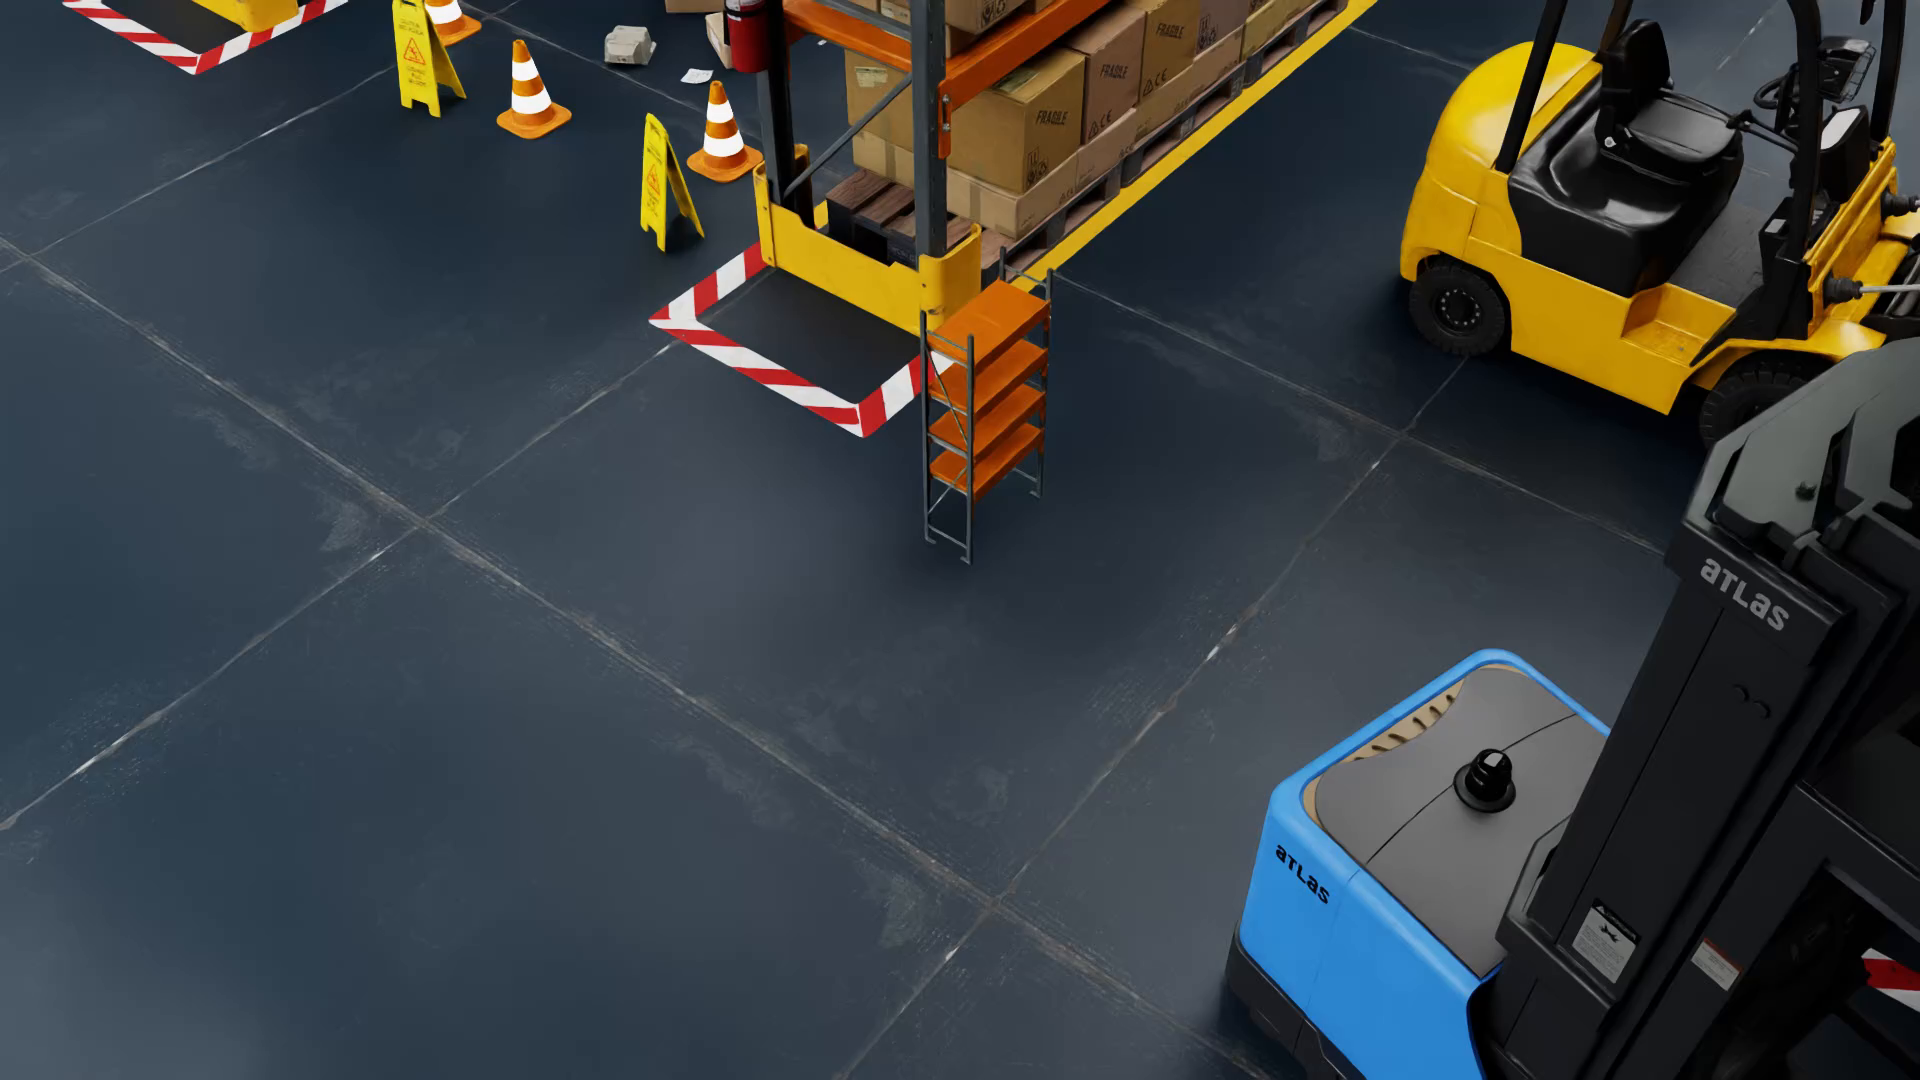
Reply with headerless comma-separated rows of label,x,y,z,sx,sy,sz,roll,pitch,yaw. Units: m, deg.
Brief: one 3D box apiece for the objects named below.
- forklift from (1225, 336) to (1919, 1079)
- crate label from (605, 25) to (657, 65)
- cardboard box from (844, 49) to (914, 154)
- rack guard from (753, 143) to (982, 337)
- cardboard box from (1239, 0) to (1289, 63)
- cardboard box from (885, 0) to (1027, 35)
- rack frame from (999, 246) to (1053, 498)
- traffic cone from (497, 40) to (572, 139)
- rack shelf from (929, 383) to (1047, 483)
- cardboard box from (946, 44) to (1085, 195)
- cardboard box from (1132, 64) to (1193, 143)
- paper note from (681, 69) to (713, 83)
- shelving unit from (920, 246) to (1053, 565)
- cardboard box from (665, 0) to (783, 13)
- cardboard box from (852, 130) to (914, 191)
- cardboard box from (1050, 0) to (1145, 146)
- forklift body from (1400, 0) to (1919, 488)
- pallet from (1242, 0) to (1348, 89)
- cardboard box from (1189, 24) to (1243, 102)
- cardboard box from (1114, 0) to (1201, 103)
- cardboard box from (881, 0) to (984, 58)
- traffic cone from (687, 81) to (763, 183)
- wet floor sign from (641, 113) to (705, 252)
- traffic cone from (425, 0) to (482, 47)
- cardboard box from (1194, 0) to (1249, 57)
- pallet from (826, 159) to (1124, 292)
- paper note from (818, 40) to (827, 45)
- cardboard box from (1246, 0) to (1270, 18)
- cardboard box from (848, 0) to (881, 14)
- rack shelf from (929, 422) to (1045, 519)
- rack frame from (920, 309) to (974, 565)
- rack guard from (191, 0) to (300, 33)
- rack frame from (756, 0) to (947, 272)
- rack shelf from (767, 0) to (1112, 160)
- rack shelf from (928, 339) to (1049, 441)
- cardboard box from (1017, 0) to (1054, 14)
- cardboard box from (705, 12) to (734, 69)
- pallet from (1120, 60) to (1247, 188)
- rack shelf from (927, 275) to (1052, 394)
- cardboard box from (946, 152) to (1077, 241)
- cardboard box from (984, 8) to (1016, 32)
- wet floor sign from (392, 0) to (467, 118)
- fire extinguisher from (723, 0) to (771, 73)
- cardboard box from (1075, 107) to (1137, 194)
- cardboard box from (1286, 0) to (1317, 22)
forklift,2.147,1.105,3.833,1.130,2.935,3.031,-28,52,-24
crate label,-1.902,-2.833,9.526,0.250,0.136,0.298,6,47,5
cardboard box,-0.206,-2.260,8.092,0.500,0.500,0.500,30,53,25
rack guard,-0.443,-1.412,7.918,1.175,0.500,0.348,29,53,25
cardboard box,1.490,-2.950,9.269,0.500,0.250,0.500,28,52,24
cardboard box,0.020,-2.518,6.971,0.500,0.500,0.500,28,53,24
rack frame,0.250,-0.649,6.705,0.240,1.200,0.015,29,53,25
traffic cone,-2.333,-2.468,8.953,0.336,0.463,0.334,29,53,25
rack shelf,0.101,-0.463,6.620,0.258,0.148,0.480,29,53,25
cardboard box,0.237,-2.039,7.881,0.500,0.500,0.500,28,52,24
cardboard box,0.865,-2.373,8.718,0.500,0.250,0.500,33,54,27
paper note,-1.486,-2.627,9.403,0.148,0.019,0.142,13,48,12
shelving unit,0.101,-0.509,6.571,0.258,1.200,0.503,29,53,25
cardboard box,-1.419,-3.494,9.904,0.797,0.503,0.637,-2,46,-2
cardboard box,-0.193,-2.023,8.383,0.500,0.250,0.500,29,53,25
cardboard box,0.553,-2.341,8.169,0.500,0.500,0.500,27,52,24
forklift body,3.157,-1.638,6.992,2.313,2.155,1.214,29,53,25
pallet,1.574,-3.158,9.785,1.003,0.211,1.213,29,53,25
cardboard box,1.176,-2.661,8.993,0.500,0.250,0.500,30,53,26
cardboard box,0.866,-2.624,8.439,0.500,0.500,0.500,30,53,26
cardboard box,-0.118,-2.248,7.162,0.380,0.149,0.250,29,53,25
traffic cone,-1.247,-2.172,8.670,0.336,0.463,0.334,29,53,25
wet floor sign,-1.452,-1.783,8.172,0.232,0.644,0.267,-25,51,-22
traffic cone,-3.020,-3.162,9.616,0.336,0.463,0.334,29,53,25
cardboard box,1.186,-2.934,8.735,0.500,0.500,0.500,32,54,27
pallet,0.082,-1.762,8.451,1.003,0.211,1.213,29,53,25
paper note,-0.779,-2.915,9.692,0.032,0.001,0.123,29,53,25
cardboard box,1.498,-3.226,9.015,0.500,0.500,0.500,30,53,26
cardboard box,-0.430,-2.454,7.358,0.380,0.149,0.250,31,54,26
rack shelf,0.101,-0.326,6.764,0.258,0.148,0.480,29,53,25
rack frame,-0.048,-0.370,6.438,0.240,1.200,0.015,29,53,25
rack guard,-4.483,-3.485,9.898,1.175,0.500,0.348,29,53,25
rack frame,-0.489,-2.232,6.972,1.000,3.000,0.127,29,53,25
rack shelf,0.734,-3.128,8.326,1.077,0.370,4.000,29,53,25
rack shelf,0.101,-0.617,6.458,0.258,0.148,0.480,29,53,25
cardboard box,0.252,-2.515,7.416,0.380,0.149,0.250,28,52,24
cardboard box,-1.287,-2.890,9.572,0.250,0.149,0.380,-17,49,-15
pallet,0.828,-2.457,9.115,1.003,0.211,1.213,29,53,25
rack shelf,0.101,-0.781,6.287,0.258,0.148,0.480,29,53,25
cardboard box,0.223,-1.767,8.139,0.500,0.250,0.500,29,53,25
cardboard box,0.025,-2.399,7.306,0.380,0.149,0.250,30,53,26
wet floor sign,-2.919,-2.657,9.007,0.267,0.644,0.232,21,50,19
fire extinguisher,-0.924,-2.344,7.132,0.296,0.674,0.183,29,53,25
cardboard box,0.541,-2.055,8.415,0.500,0.250,0.500,31,54,26
cardboard box,1.808,-3.259,9.565,0.500,0.250,0.500,32,54,27
